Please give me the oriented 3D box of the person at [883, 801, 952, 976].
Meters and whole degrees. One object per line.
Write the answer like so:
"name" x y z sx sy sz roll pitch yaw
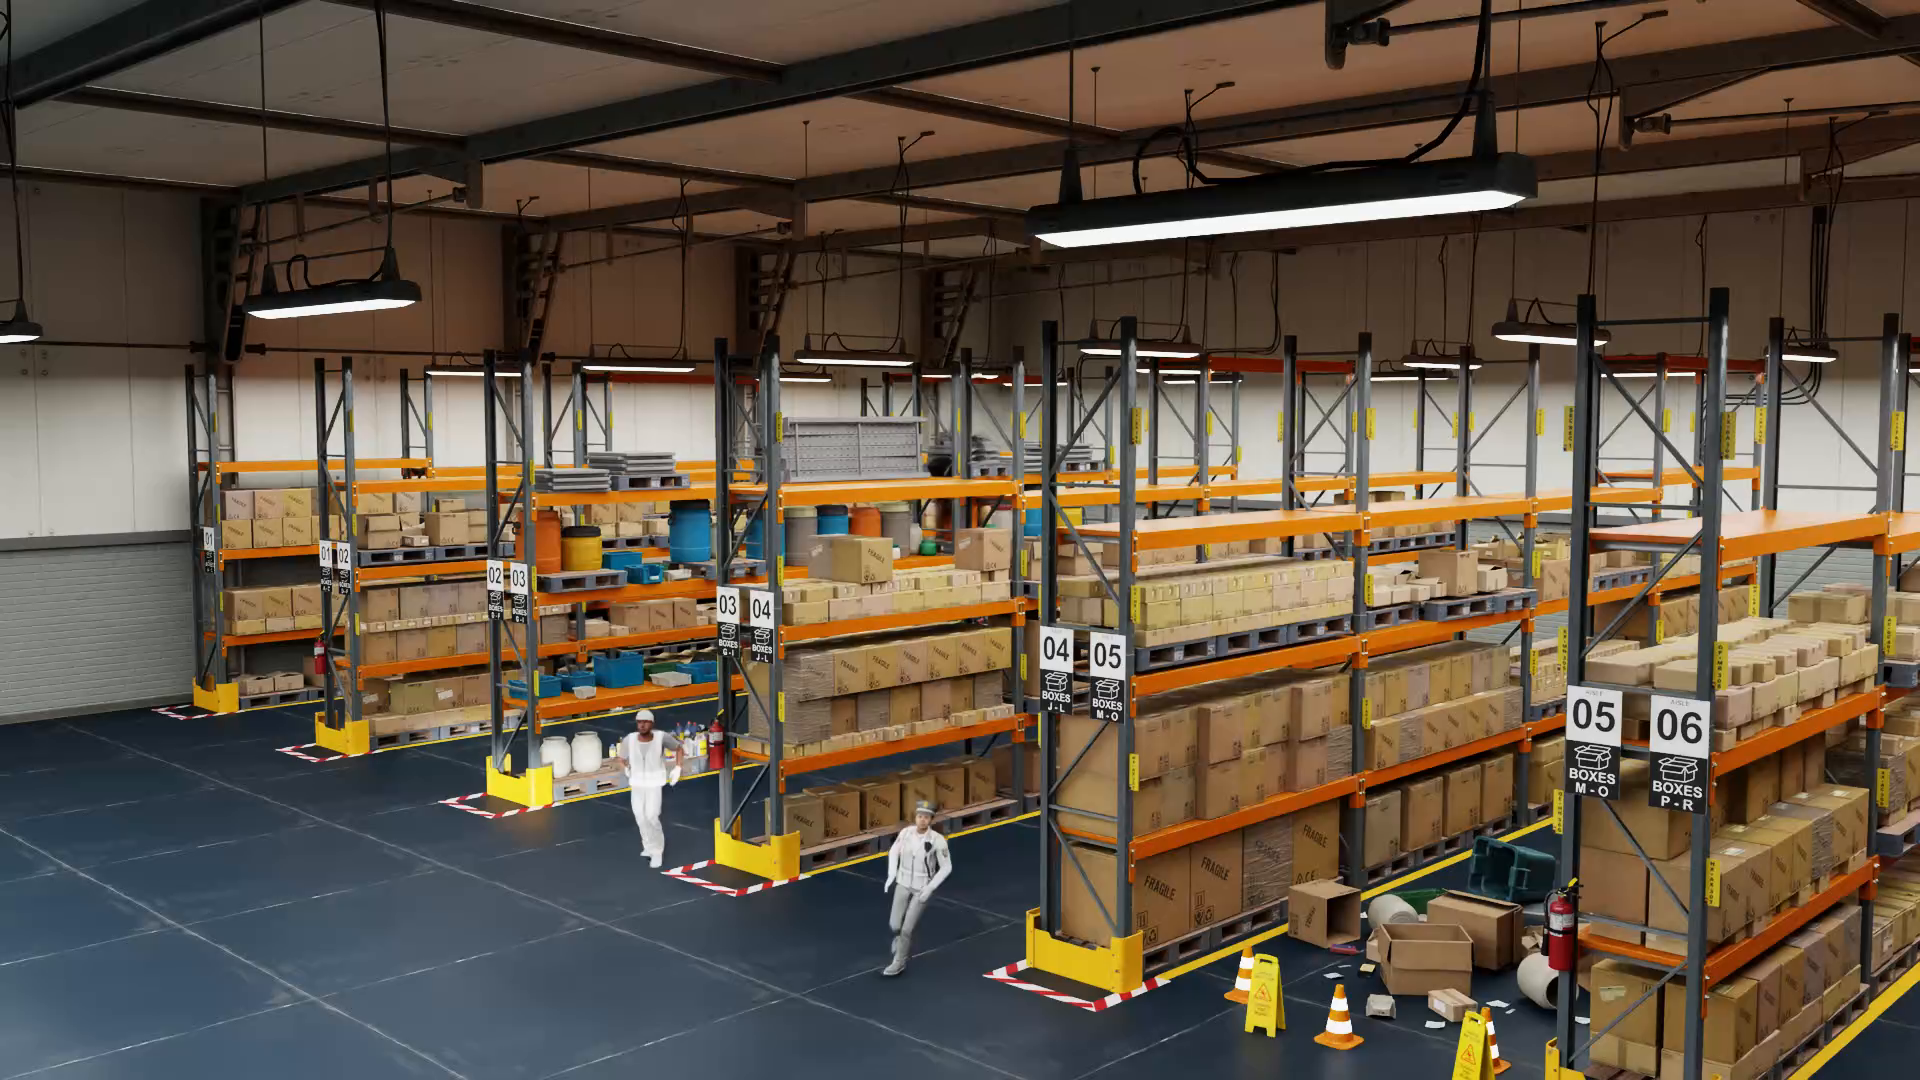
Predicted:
"person" -0.392 3.185 15.271 0.640 1.619 0.506 1 5 17

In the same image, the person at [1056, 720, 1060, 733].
"person" 1.403 2.237 26.160 0.657 1.776 0.968 3 5 32

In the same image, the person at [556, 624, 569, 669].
"person" -7.443 1.993 30.716 0.537 1.586 0.881 2 5 28

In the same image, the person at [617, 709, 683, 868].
"person" -3.557 2.843 18.961 0.701 1.838 0.737 0 4 6
